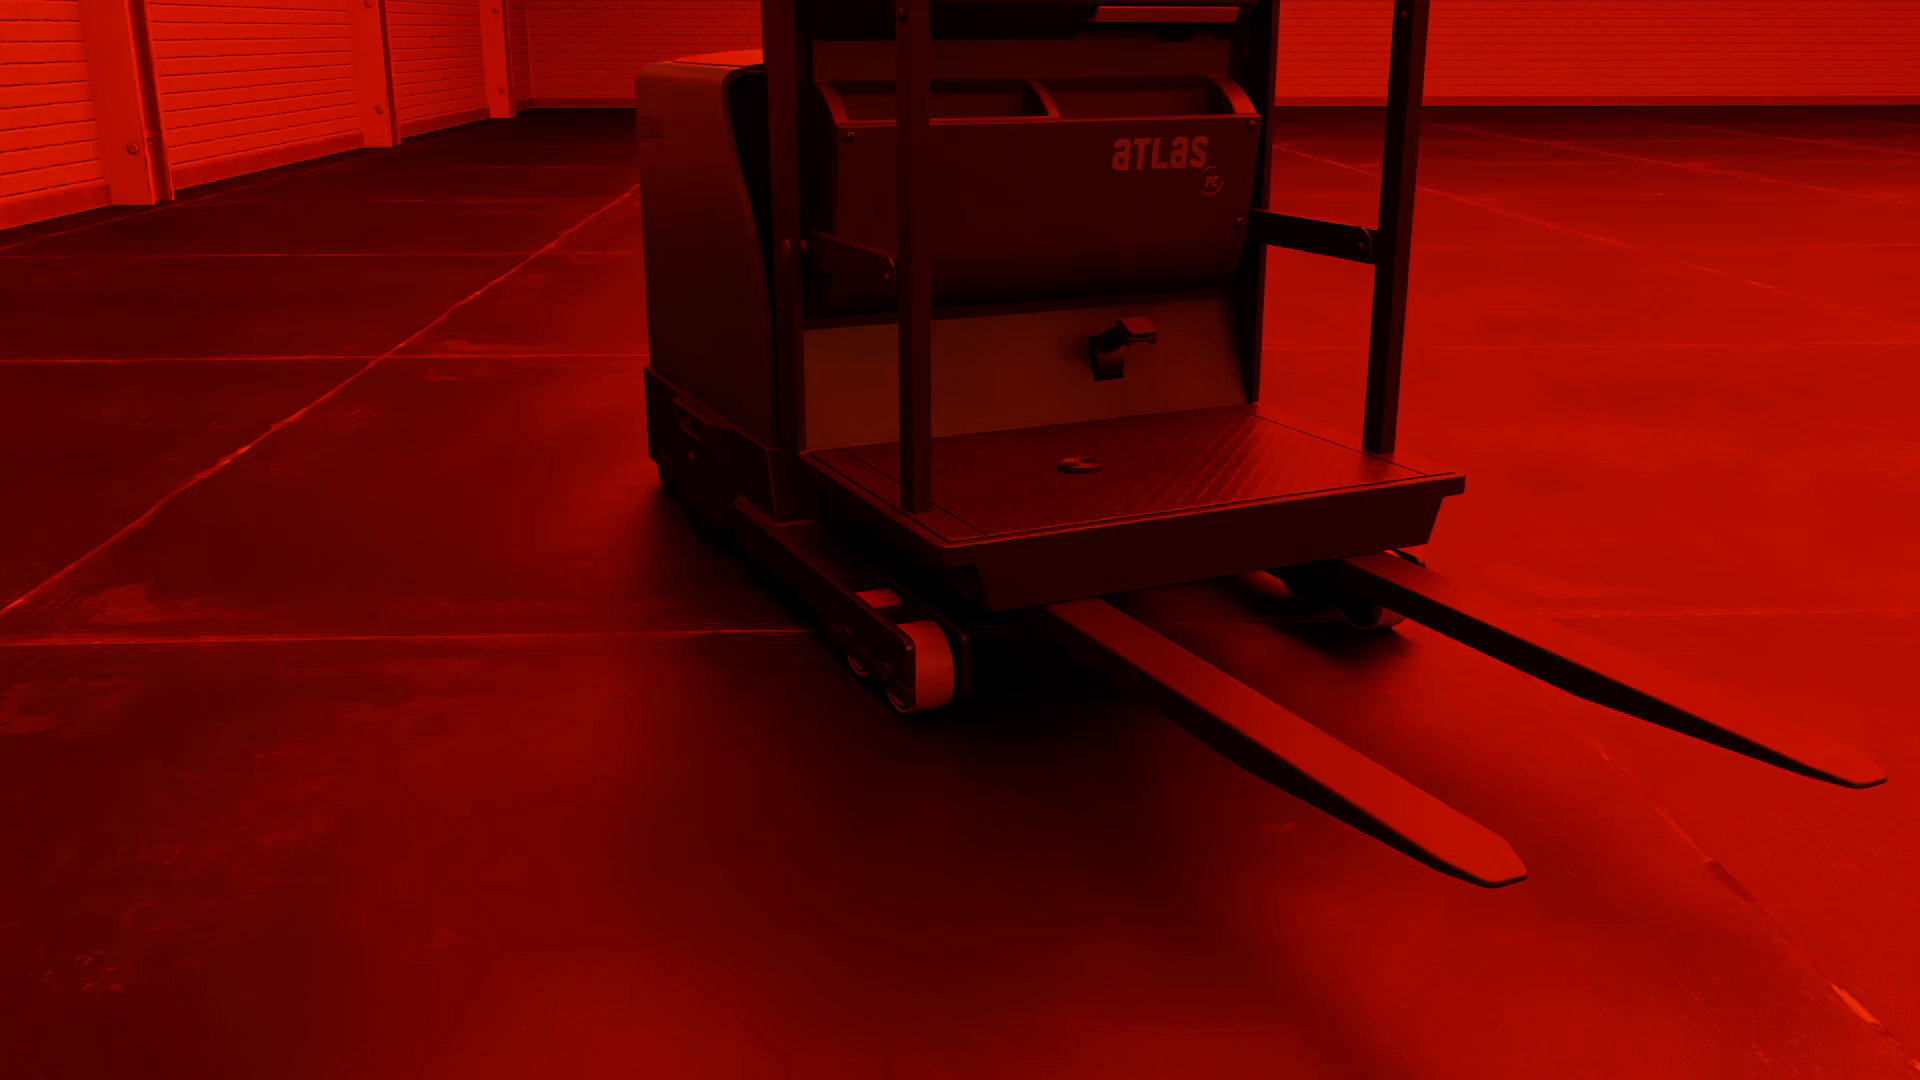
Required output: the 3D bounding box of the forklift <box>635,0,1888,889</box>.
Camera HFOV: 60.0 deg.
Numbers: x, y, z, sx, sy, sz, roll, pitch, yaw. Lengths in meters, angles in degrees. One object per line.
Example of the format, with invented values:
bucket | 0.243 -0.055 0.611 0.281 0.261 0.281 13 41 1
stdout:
forklift | 0.258 -1.240 2.962 1.130 2.935 3.031 -8 19 -24
